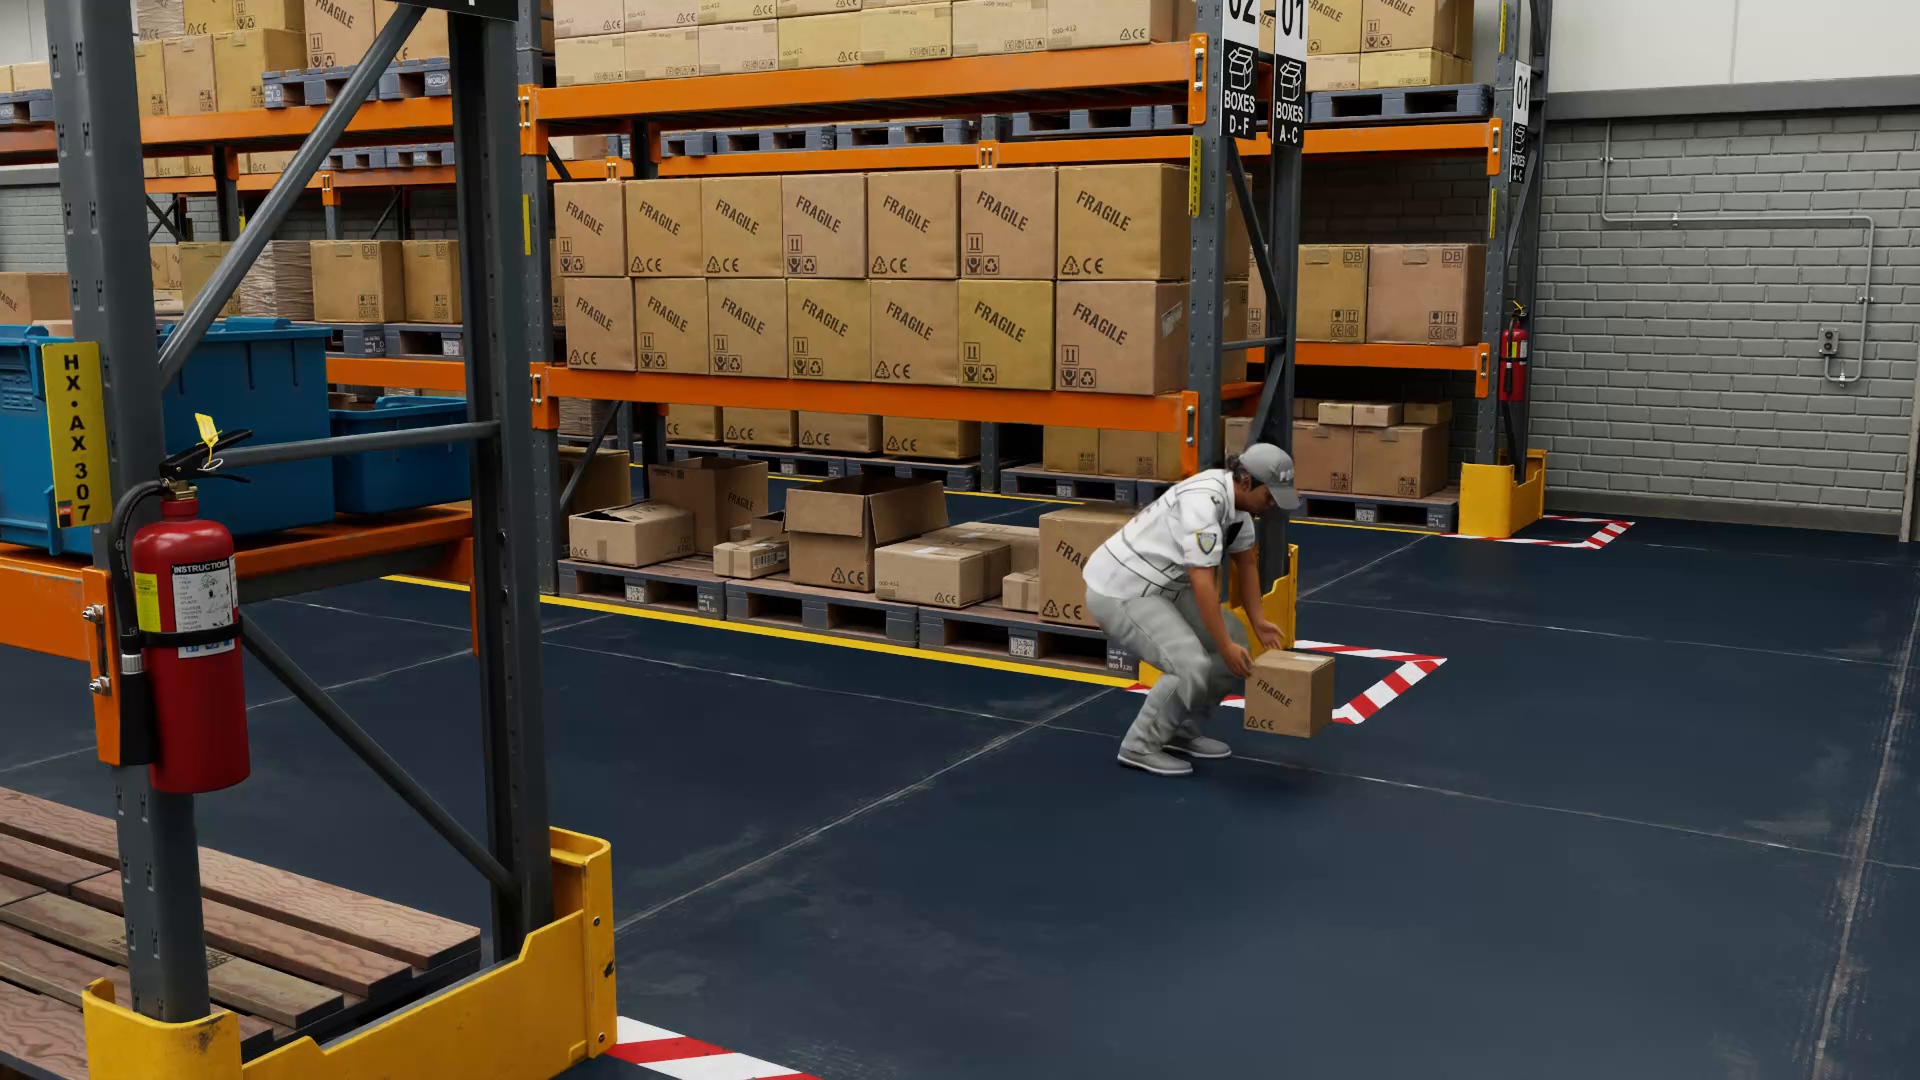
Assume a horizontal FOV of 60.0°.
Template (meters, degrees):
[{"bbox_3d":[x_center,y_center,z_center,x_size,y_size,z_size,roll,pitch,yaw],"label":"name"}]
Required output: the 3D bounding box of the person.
[{"bbox_3d":[0.877,0.238,6.268,0.794,1.239,0.540,6,11,31],"label":"person"}]
